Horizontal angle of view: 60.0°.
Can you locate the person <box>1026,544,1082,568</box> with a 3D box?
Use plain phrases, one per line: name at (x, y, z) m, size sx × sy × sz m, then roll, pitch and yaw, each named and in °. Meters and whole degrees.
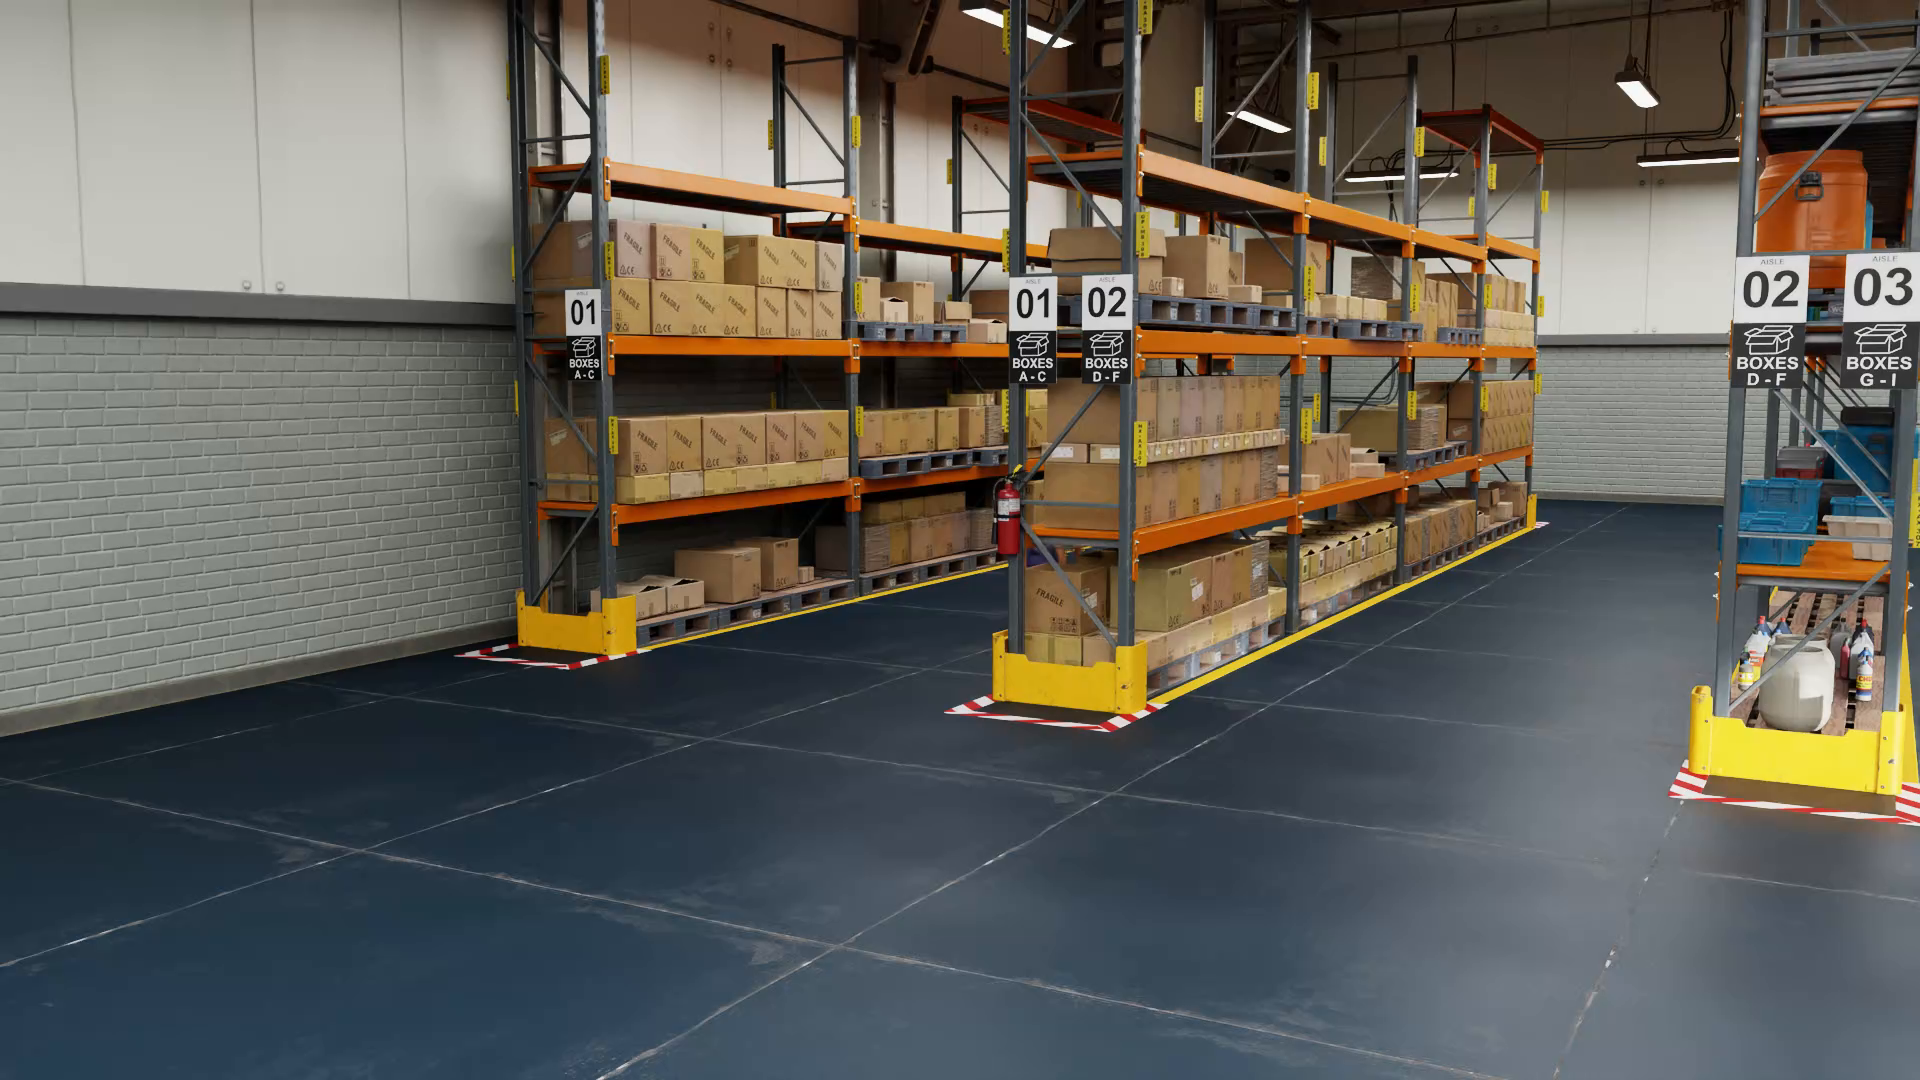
person at (0.953, 0.215, 16.810) m, size 0.755 × 1.150 × 0.540 m, roll 3°, pitch 7°, yaw 28°
